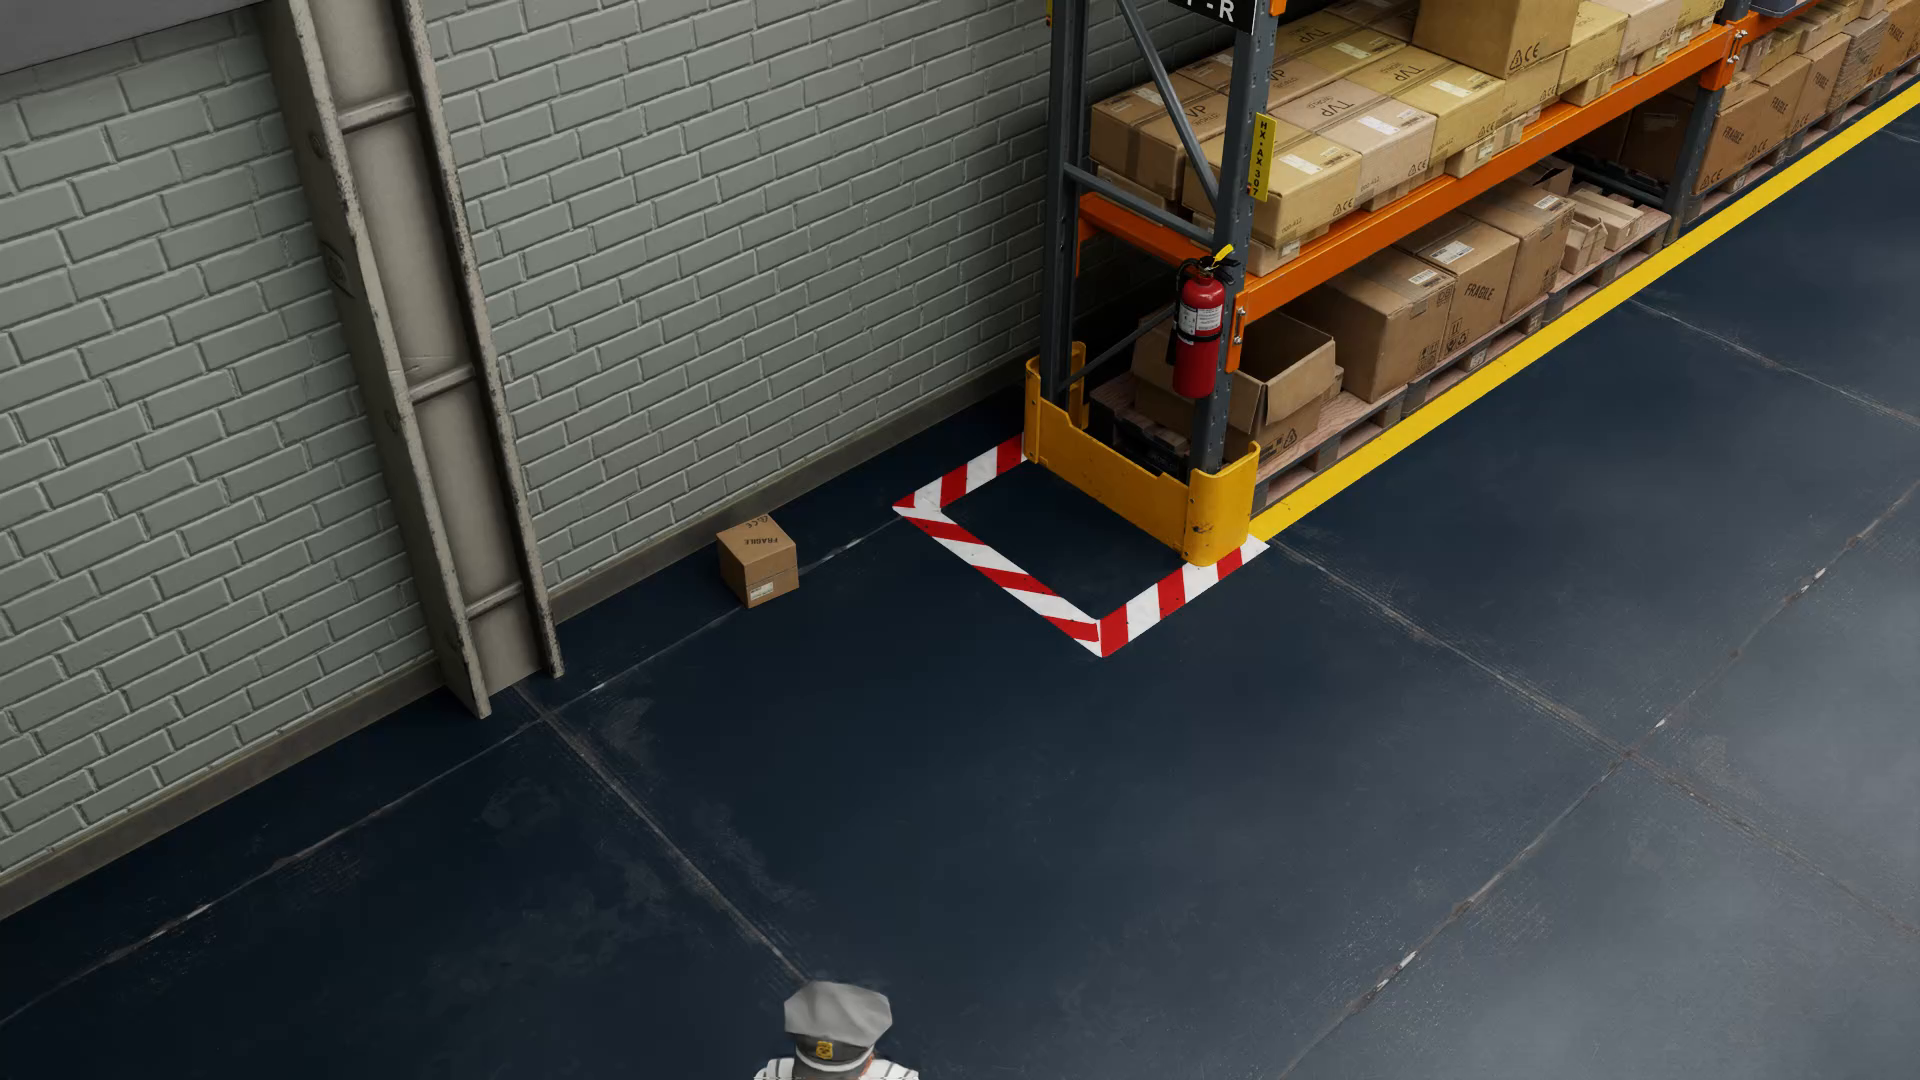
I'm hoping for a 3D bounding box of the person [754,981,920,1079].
[{"bbox_3d":[-0.270,1.722,4.063,0.494,1.629,1.006,-1,40,-1],"label":"person"}]
